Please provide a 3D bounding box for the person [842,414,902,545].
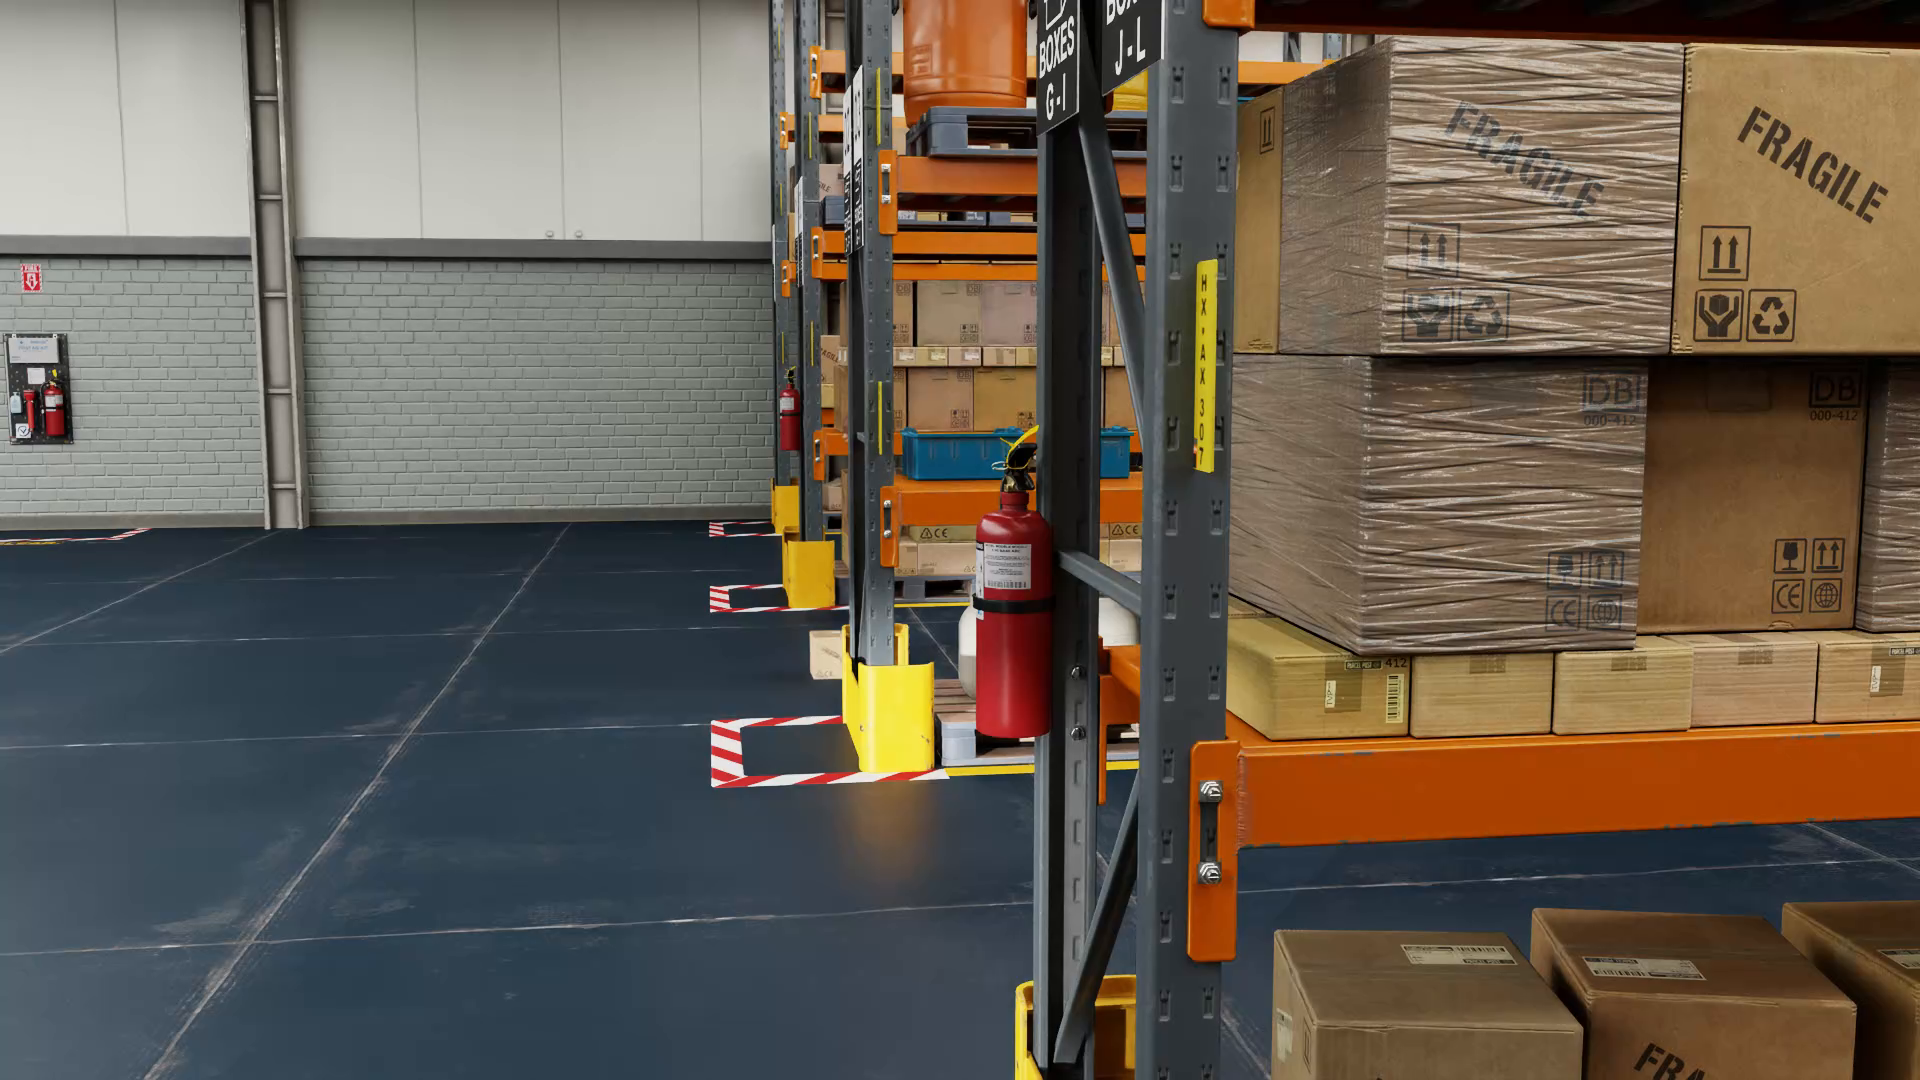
[{"bbox_3d":[-0.530,0.019,9.922,0.349,1.580,0.469,-1,7,-11],"label":"person"}]
